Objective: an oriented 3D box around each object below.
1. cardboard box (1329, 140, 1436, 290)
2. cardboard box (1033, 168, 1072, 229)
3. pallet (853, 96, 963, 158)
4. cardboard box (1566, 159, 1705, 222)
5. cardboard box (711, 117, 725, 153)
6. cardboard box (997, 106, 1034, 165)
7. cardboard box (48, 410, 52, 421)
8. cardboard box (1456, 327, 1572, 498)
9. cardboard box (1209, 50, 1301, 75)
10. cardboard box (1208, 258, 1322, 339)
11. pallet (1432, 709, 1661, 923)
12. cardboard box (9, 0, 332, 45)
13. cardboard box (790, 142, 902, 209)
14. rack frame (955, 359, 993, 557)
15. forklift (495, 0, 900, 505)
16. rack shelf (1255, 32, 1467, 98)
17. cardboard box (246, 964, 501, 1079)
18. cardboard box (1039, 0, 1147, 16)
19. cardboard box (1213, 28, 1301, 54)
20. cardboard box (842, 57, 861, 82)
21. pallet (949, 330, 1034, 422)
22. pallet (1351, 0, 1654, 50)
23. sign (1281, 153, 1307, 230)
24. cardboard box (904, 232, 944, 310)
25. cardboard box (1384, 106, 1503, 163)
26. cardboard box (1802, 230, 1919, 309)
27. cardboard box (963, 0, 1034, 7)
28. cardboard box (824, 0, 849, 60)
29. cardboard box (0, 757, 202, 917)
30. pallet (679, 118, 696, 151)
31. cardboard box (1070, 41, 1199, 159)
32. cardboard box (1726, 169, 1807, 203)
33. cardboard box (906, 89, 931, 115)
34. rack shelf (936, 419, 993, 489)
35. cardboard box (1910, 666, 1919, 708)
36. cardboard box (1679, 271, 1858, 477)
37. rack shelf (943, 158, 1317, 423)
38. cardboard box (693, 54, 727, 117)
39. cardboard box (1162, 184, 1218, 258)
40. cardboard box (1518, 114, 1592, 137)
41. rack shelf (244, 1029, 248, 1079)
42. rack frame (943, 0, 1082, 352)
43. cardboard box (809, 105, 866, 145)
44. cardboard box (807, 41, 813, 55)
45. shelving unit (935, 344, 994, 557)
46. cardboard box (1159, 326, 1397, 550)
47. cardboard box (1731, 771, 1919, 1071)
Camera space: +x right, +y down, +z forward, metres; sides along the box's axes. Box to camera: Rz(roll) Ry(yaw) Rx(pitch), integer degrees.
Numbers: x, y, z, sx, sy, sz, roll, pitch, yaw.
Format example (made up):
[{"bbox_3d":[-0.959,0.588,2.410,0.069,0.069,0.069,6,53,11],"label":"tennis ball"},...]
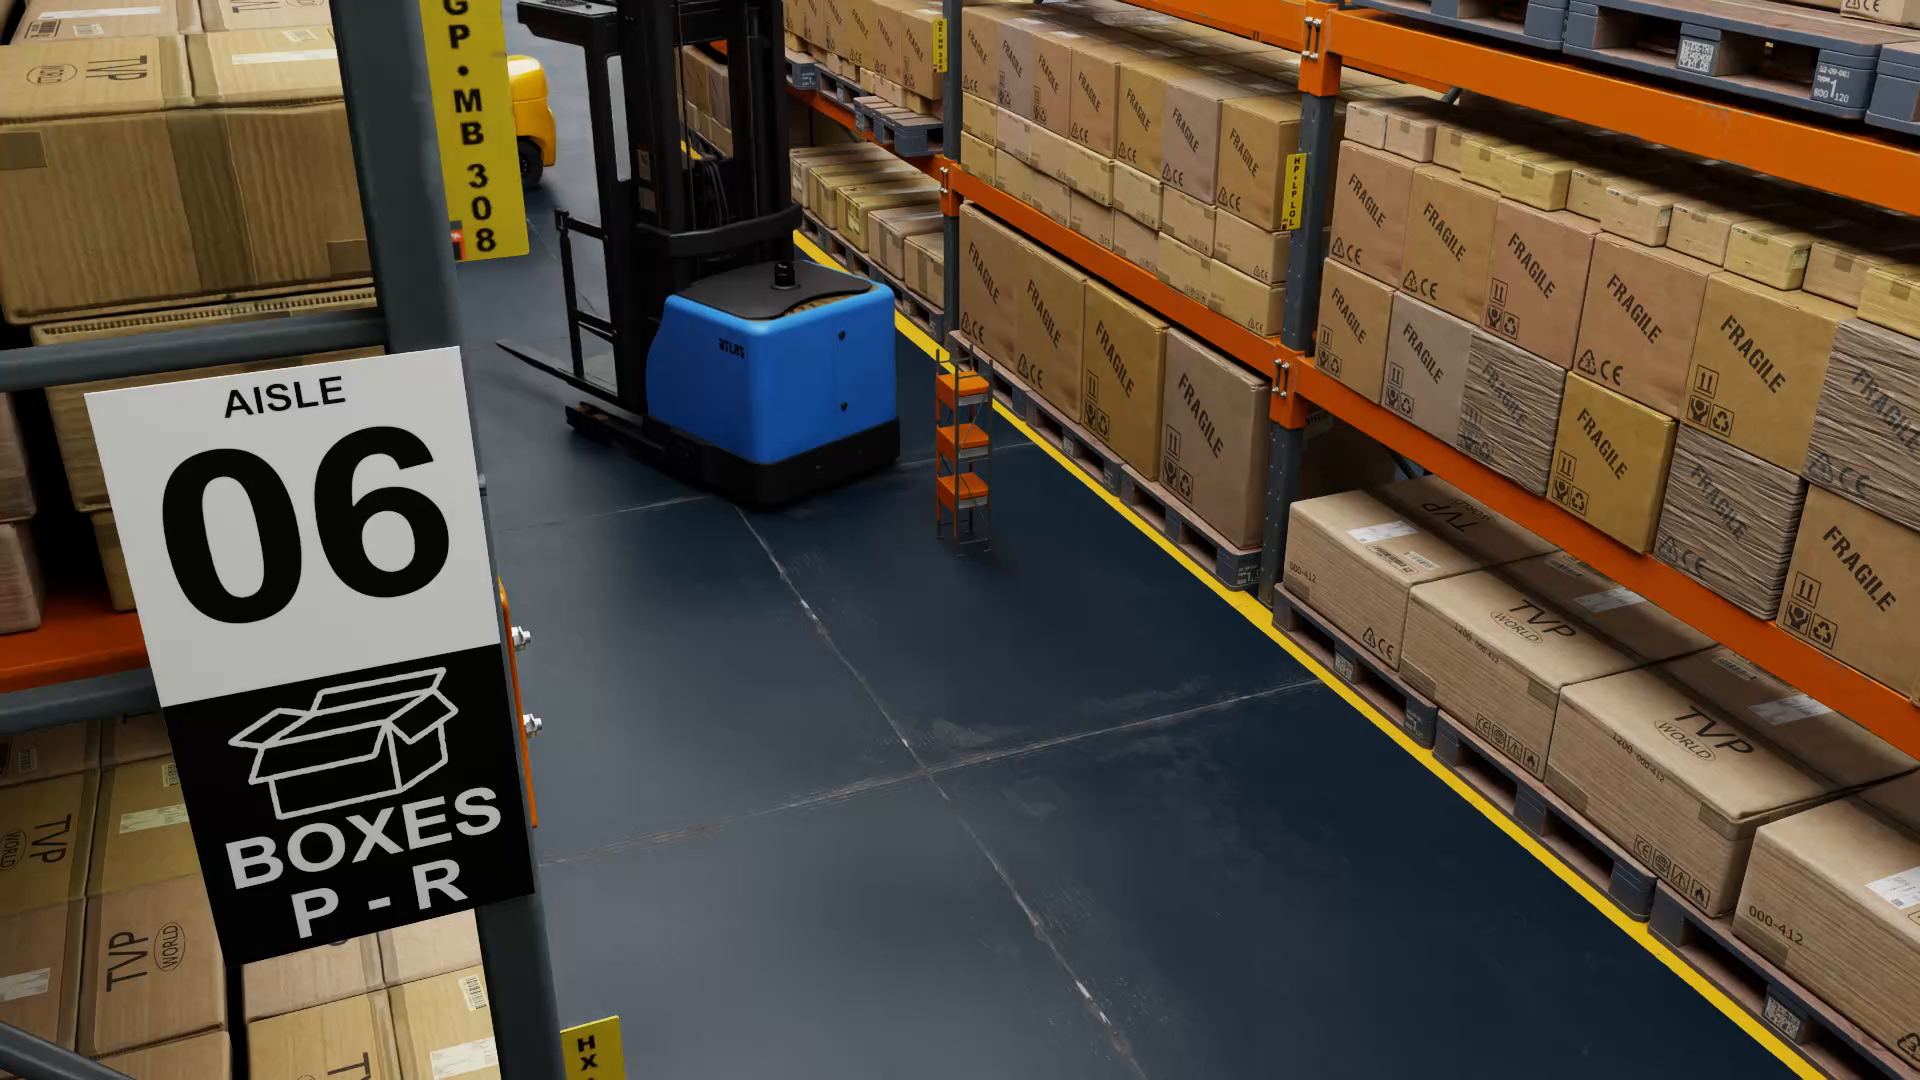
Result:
[{"bbox_3d":[1.903,-1.375,6.895,0.500,0.500,0.500,-10,28,-20],"label":"cardboard box"},{"bbox_3d":[0.751,-2.005,9.608,0.500,0.250,0.500,-10,28,-19],"label":"cardboard box"},{"bbox_3d":[-0.004,-2.913,11.516,1.213,0.211,1.003,-11,28,-21],"label":"pallet"},{"bbox_3d":[2.371,-1.222,5.841,0.380,0.149,0.250,-11,28,-21],"label":"cardboard box"},{"bbox_3d":[-2.085,-3.910,15.994,0.500,0.250,0.500,-10,28,-20],"label":"cardboard box"},{"bbox_3d":[0.546,-2.431,9.912,0.500,0.250,0.500,-10,28,-19],"label":"cardboard box"},{"bbox_3d":[-1.694,-0.288,2.788,0.380,0.149,0.250,-12,28,-22],"label":"cardboard box"},{"bbox_3d":[2.264,-0.520,6.282,0.500,0.500,0.500,-10,28,-20],"label":"cardboard box"},{"bbox_3d":[1.613,-2.240,8.665,0.500,0.500,0.500,-11,28,-22],"label":"cardboard box"},{"bbox_3d":[1.532,-1.185,7.930,0.500,0.250,0.500,-11,28,-22],"label":"cardboard box"},{"bbox_3d":[2.647,0.952,6.560,1.003,0.211,1.213,-11,28,-21],"label":"pallet"},{"bbox_3d":[-1.184,-0.716,2.640,0.500,0.250,0.500,-11,28,-21],"label":"cardboard box"},{"bbox_3d":[-0.986,-3.141,14.281,0.950,0.372,0.625,-10,28,-20],"label":"cardboard box"},{"bbox_3d":[0.069,-0.401,8.375,0.200,1.050,0.008,-11,28,-21],"label":"rack frame"},{"bbox_3d":[-1.743,-2.054,9.615,3.031,2.935,1.130,24,35,39],"label":"forklift"},{"bbox_3d":[4.105,-4.105,14.559,1.077,0.370,4.000,-11,28,-21],"label":"rack shelf"},{"bbox_3d":[-0.990,1.058,2.995,0.500,0.250,0.500,-10,28,-20],"label":"cardboard box"},{"bbox_3d":[0.816,-3.060,10.346,0.500,0.500,0.500,-11,28,-22],"label":"cardboard box"},{"bbox_3d":[3.140,-4.736,16.974,0.875,0.875,0.875,-10,28,-20],"label":"cardboard box"},{"bbox_3d":[-0.652,-3.510,12.327,0.380,0.149,0.250,-12,28,-22],"label":"cardboard box"},{"bbox_3d":[0.612,-1.146,10.856,1.003,0.211,1.213,-11,28,-21],"label":"pallet"},{"bbox_3d":[2.250,-2.091,6.296,1.003,0.211,1.213,-11,28,-21],"label":"pallet"},{"bbox_3d":[1.444,-1.503,7.179,0.100,0.325,0.005,-11,28,-21],"label":"sign"},{"bbox_3d":[0.161,-1.968,11.877,0.950,0.372,0.625,-13,29,-24],"label":"cardboard box"},{"bbox_3d":[1.939,-1.628,6.673,0.380,0.149,0.250,-10,28,-20],"label":"cardboard box"},{"bbox_3d":[2.783,-0.811,4.999,0.380,0.149,0.250,-11,28,-21],"label":"cardboard box"},{"bbox_3d":[0.199,-3.528,11.625,0.500,0.500,0.500,-9,27,-18],"label":"cardboard box"},{"bbox_3d":[-0.685,-3.864,12.313,0.500,0.500,0.500,-12,28,-23],"label":"cardboard box"},{"bbox_3d":[-1.875,0.739,3.650,0.500,0.250,0.500,-10,28,-19],"label":"cardboard box"},{"bbox_3d":[-2.445,-4.342,17.402,1.003,0.211,1.213,-11,28,-21],"label":"pallet"},{"bbox_3d":[0.927,-2.369,8.929,0.500,0.500,0.500,-10,28,-20],"label":"cardboard box"},{"bbox_3d":[2.905,-1.208,5.812,0.380,0.149,0.250,-11,28,-21],"label":"cardboard box"},{"bbox_3d":[-0.143,-2.993,11.270,0.380,0.149,0.250,-10,28,-20],"label":"cardboard box"},{"bbox_3d":[0.021,-0.441,8.480,0.215,0.259,0.240,-11,28,-21],"label":"rack shelf"},{"bbox_3d":[3.074,0.306,4.591,0.500,0.500,0.500,-10,28,-20],"label":"cardboard box"},{"bbox_3d":[2.676,-0.554,5.213,0.500,0.500,0.500,-11,28,-21],"label":"cardboard box"},{"bbox_3d":[1.156,-1.599,9.427,1.077,0.370,4.000,-11,28,-21],"label":"rack shelf"},{"bbox_3d":[-2.291,-4.453,16.252,0.500,0.500,0.500,-10,28,-20],"label":"cardboard box"},{"bbox_3d":[1.341,-1.609,8.228,0.500,0.250,0.500,-10,28,-19],"label":"cardboard box"},{"bbox_3d":[2.445,-1.604,6.623,0.380,0.149,0.250,-11,28,-21],"label":"cardboard box"},{"bbox_3d":[-1.843,0.870,4.369,1.077,0.370,4.000,-11,28,-21],"label":"rack shelf"},{"bbox_3d":[0.373,-2.730,10.922,1.000,3.000,0.127,-11,28,-21],"label":"rack frame"},{"bbox_3d":[-1.176,-3.919,15.159,0.500,0.500,0.500,-9,27,-18],"label":"cardboard box"},{"bbox_3d":[-0.997,-3.940,13.208,0.380,0.149,0.250,-9,27,-17],"label":"cardboard box"},{"bbox_3d":[0.021,-0.450,8.475,0.215,1.050,0.252,-11,28,-21],"label":"shelving unit"},{"bbox_3d":[1.623,-0.586,8.474,0.875,0.875,0.875,-10,28,-19],"label":"cardboard box"},{"bbox_3d":[3.155,1.213,5.288,0.875,0.438,0.875,-12,28,-22],"label":"cardboard box"}]
